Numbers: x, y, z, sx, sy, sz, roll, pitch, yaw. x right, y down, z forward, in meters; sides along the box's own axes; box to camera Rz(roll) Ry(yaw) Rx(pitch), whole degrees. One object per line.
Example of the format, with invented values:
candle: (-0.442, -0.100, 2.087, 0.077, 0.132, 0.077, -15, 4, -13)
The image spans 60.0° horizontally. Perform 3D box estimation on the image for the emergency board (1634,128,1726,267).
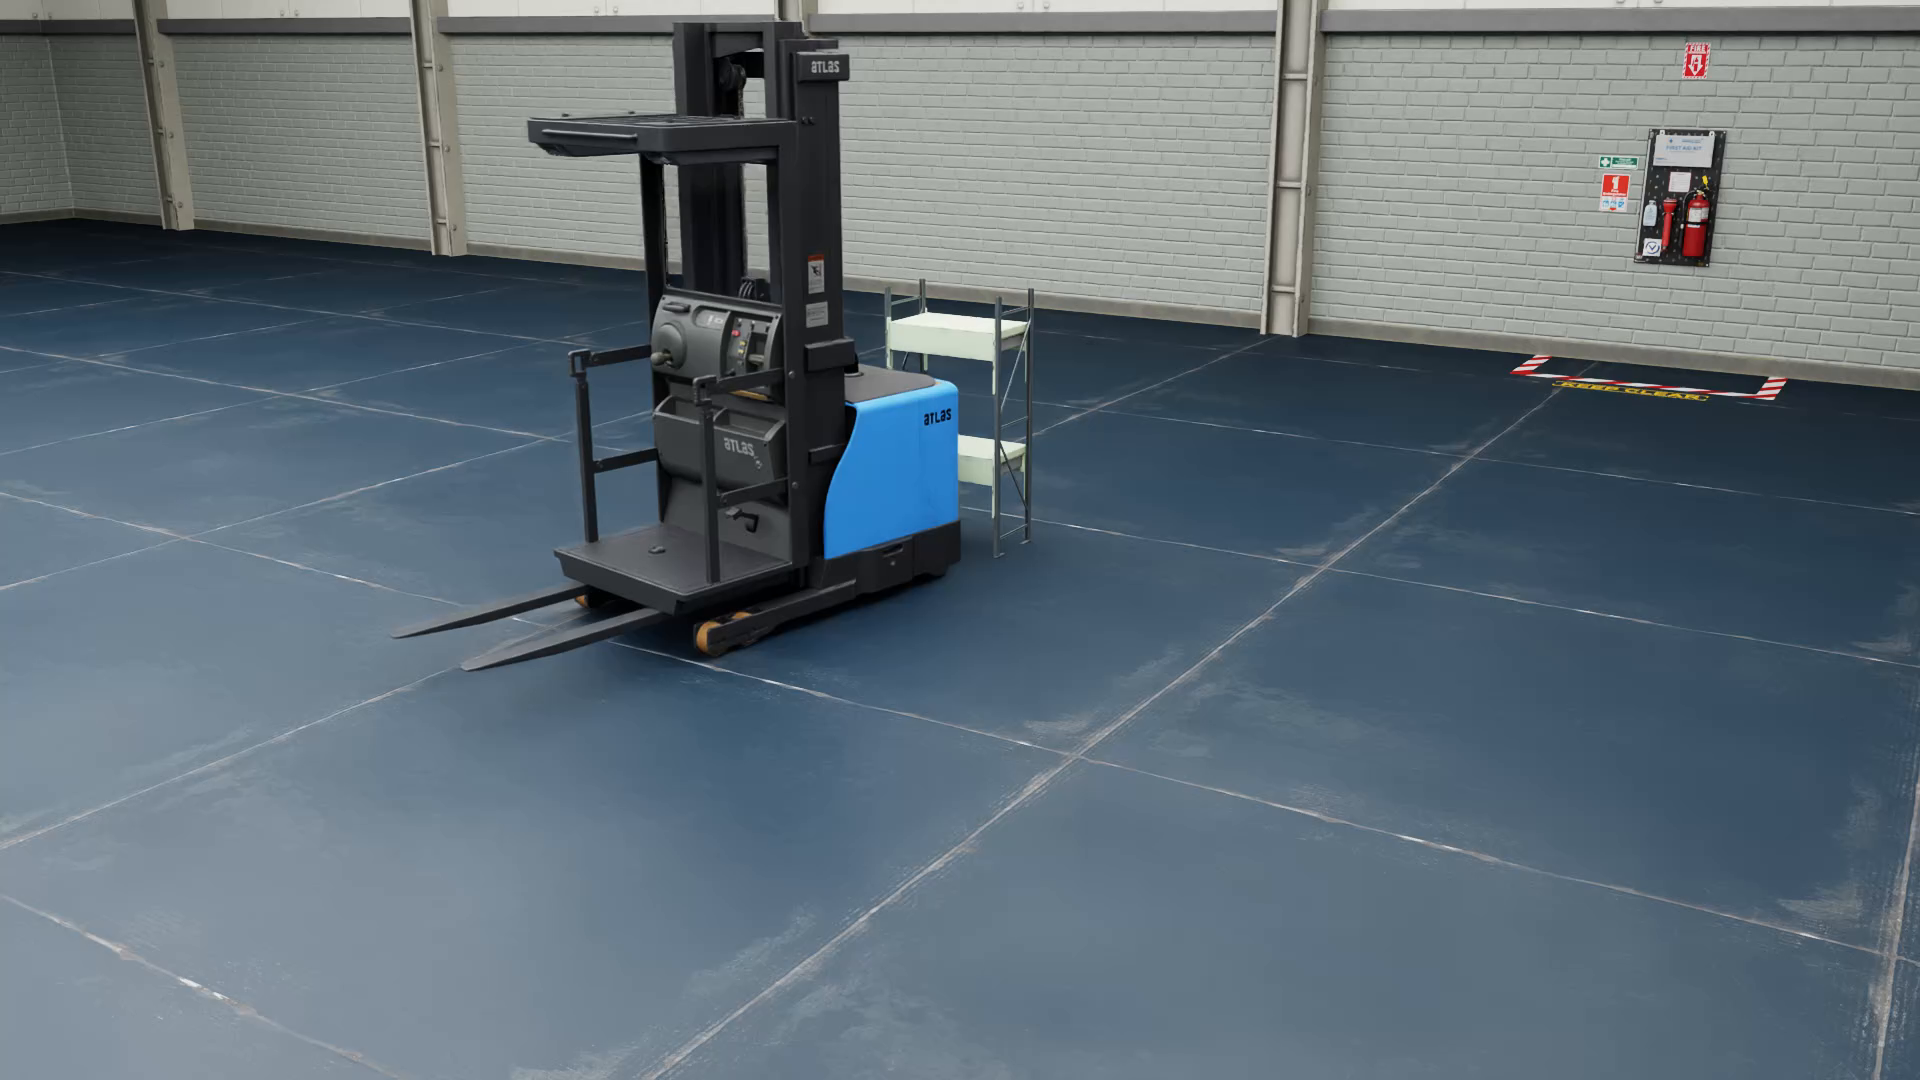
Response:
emergency board: (6.287, -2.986, 14.552, 0.643, 1.169, 0.194, 10, 20, 30)

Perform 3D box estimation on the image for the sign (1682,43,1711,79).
sign: (6.332, -4.122, 14.300, 0.199, 0.298, 0.001, 10, 20, 30)

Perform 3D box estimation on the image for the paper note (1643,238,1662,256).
paper note: (6.172, -2.609, 14.825, 0.142, 0.148, 0.016, 10, 20, 30)

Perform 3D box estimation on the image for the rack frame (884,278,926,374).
rack frame: (-0.318, -0.774, 9.850, 0.023, 1.500, 0.400, 10, 20, 30)

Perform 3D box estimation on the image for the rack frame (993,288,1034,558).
rack frame: (0.306, -0.663, 9.483, 0.023, 1.500, 0.400, 10, 20, 30)

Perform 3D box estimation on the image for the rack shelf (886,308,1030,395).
rack shelf: (-0.006, -1.092, 9.553, 0.720, 0.370, 0.431, 10, 20, 30)

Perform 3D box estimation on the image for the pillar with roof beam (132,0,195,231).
pillar with roof beam: (-14.331, -8.056, 20.919, 0.400, 9.000, 9.100, 10, 20, 30)

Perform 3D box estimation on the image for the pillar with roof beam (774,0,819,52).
pillar with roof beam: (-4.106, -6.231, 14.910, 0.400, 9.000, 9.100, 10, 20, 30)

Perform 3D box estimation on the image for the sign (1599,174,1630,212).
sign: (5.869, -3.113, 14.908, 0.234, 0.329, 0.001, 10, 20, 30)

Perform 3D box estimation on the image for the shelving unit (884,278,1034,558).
shelving unit: (-0.006, -0.719, 9.667, 0.755, 1.500, 0.431, 10, 20, 30)

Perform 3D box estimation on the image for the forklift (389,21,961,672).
forklift: (-1.365, -1.009, 8.159, 1.130, 2.935, 3.031, 15, 22, 41)

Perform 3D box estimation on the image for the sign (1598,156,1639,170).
sign: (5.869, -3.364, 14.821, 0.331, 0.109, 0.001, 10, 20, 30)

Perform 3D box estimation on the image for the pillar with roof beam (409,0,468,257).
pillar with roof beam: (-9.219, -7.143, 17.915, 0.400, 9.000, 9.100, 10, 20, 30)

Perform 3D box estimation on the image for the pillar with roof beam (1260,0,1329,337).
pillar with roof beam: (1.007, -5.318, 11.906, 0.400, 9.000, 9.100, 10, 20, 30)

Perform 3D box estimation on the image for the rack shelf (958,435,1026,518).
rack shelf: (-0.006, -0.407, 9.761, 0.720, 0.370, 0.431, 10, 20, 30)
